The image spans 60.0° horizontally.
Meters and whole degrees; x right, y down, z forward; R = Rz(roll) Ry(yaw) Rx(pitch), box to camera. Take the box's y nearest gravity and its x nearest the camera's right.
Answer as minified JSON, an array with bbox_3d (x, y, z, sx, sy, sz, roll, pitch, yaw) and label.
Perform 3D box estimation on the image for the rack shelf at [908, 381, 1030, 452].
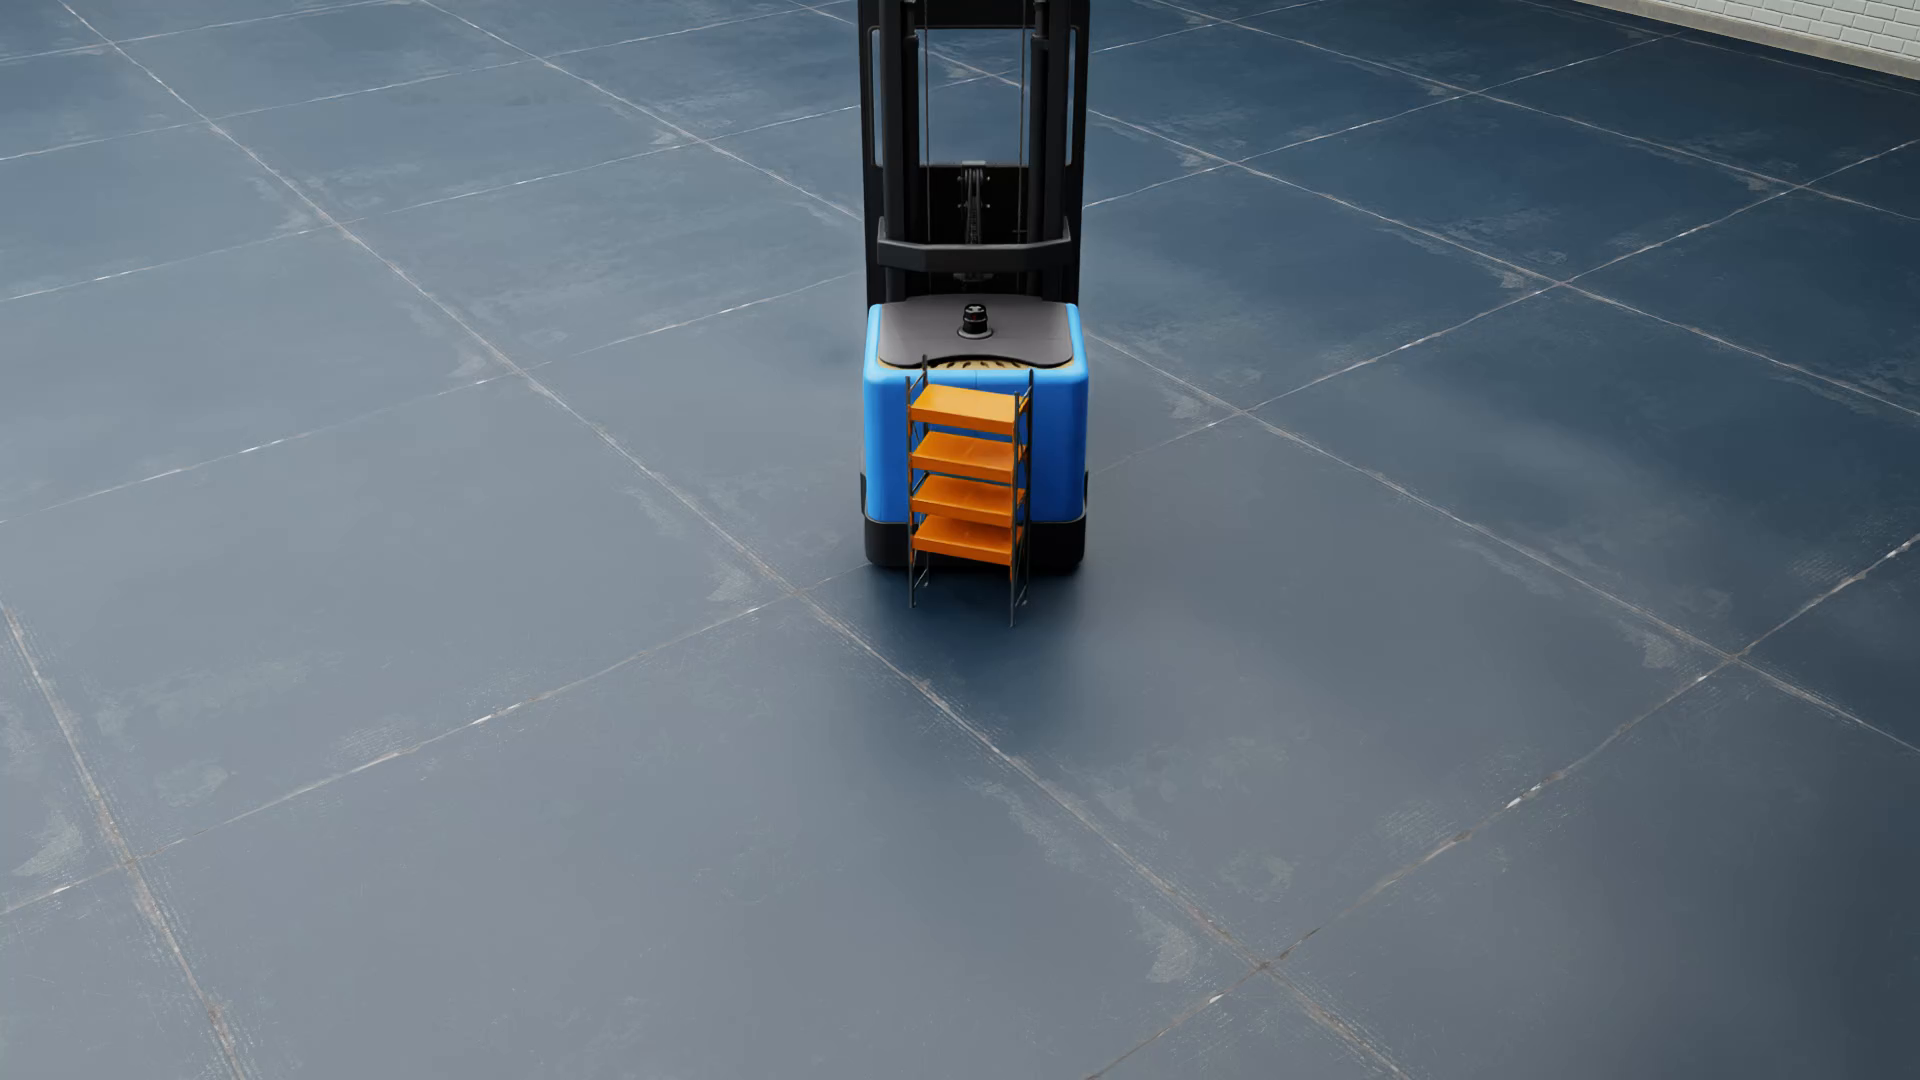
[{"bbox_3d":[0.042,-0.541,7.239,0.480,0.148,0.258,10,33,15],"label":"rack shelf"}]

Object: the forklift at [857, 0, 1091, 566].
[{"bbox_3d":[0.062,-1.859,8.465,1.130,2.935,3.031,0,32,0],"label":"forklift"}]

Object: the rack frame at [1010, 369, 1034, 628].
[{"bbox_3d":[0.274,-0.167,7.382,0.015,1.200,0.240,10,33,15],"label":"rack frame"}]

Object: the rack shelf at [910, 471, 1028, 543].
[{"bbox_3d":[0.042,-0.150,7.482,0.480,0.148,0.258,10,33,15],"label":"rack shelf"}]

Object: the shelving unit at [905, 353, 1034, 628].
[{"bbox_3d":[0.042,-0.207,7.447,0.503,1.200,0.258,10,33,15],"label":"shelving unit"}]

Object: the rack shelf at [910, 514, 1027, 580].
[{"bbox_3d":[0.042,0.018,7.587,0.480,0.148,0.258,10,33,15],"label":"rack shelf"}]

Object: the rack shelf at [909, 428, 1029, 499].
[{"bbox_3d":[0.042,-0.340,7.364,0.480,0.148,0.258,10,33,15],"label":"rack shelf"}]

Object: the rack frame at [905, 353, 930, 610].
[{"bbox_3d":[-0.189,-0.248,7.511,0.015,1.200,0.240,10,33,15],"label":"rack frame"}]
